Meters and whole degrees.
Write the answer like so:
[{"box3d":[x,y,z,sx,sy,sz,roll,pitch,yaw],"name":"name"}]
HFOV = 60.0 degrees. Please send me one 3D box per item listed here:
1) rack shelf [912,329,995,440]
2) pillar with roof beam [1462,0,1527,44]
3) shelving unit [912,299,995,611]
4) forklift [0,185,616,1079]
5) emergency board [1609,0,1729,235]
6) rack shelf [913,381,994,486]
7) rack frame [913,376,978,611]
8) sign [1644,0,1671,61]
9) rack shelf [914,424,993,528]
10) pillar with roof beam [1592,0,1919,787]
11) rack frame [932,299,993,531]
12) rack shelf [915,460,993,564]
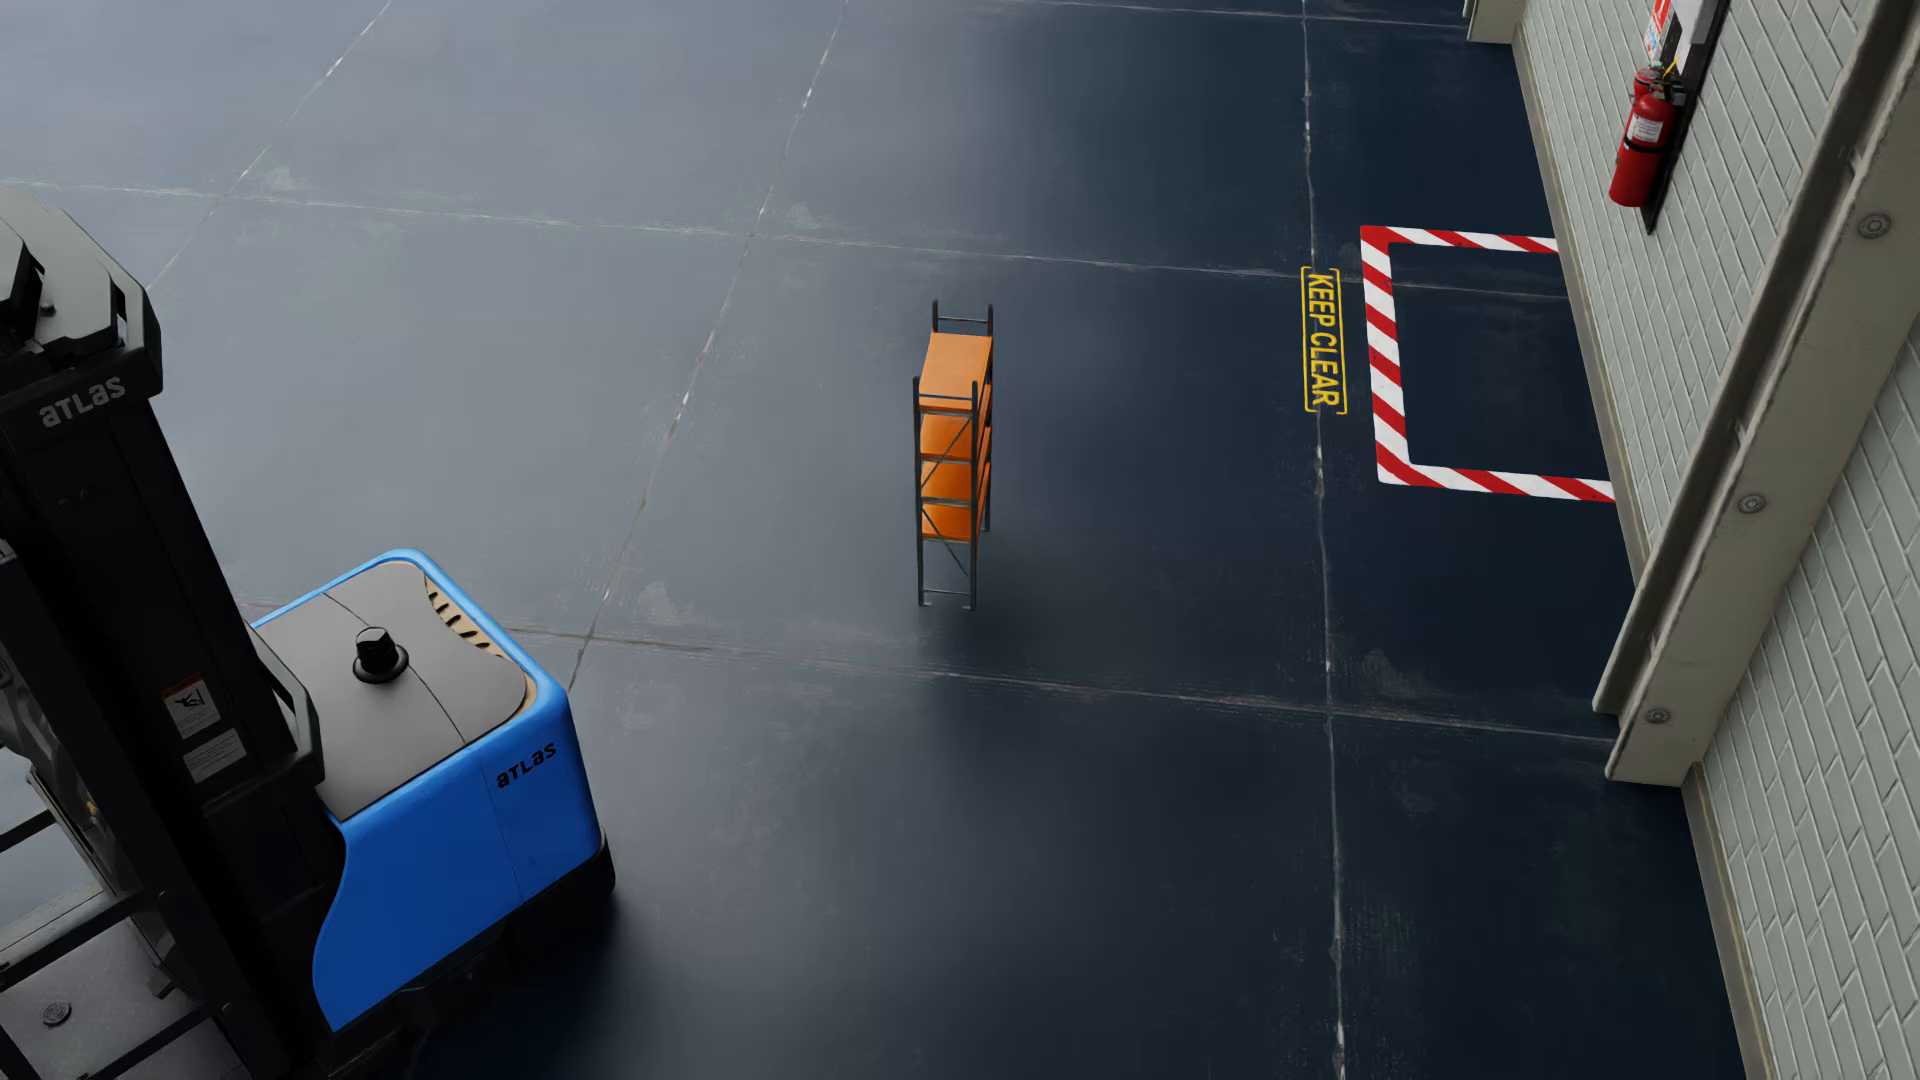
[{"box3d":[-0.022,-0.608,6.448,0.258,0.148,0.480,5,44,6],"name":"rack shelf"},{"box3d":[-0.848,-6.963,8.059,9.100,9.000,0.400,5,44,6],"name":"pillar with roof beam"},{"box3d":[-0.022,-0.323,6.718,0.258,1.200,0.503,5,44,6],"name":"shelving unit"},{"box3d":[-2.630,0.656,4.425,3.031,2.935,1.130,-33,53,-30],"name":"forklift"},{"box3d":[2.990,-1.985,7.165,0.194,1.169,0.643,5,44,6],"name":"emergency board"},{"box3d":[-0.022,-0.436,6.611,0.258,0.148,0.480,5,44,6],"name":"rack shelf"},{"box3d":[-0.054,-0.157,6.543,0.240,1.200,0.015,5,44,6],"name":"rack frame"},{"box3d":[3.166,-2.365,7.541,0.001,0.329,0.234,5,44,6],"name":"sign"},{"box3d":[-0.022,-0.274,6.765,0.258,0.148,0.480,5,44,6],"name":"rack shelf"},{"box3d":[-1.641,-2.874,3.740,9.100,9.000,0.400,5,44,6],"name":"pillar with roof beam"},{"box3d":[0.010,-0.489,6.894,0.240,1.200,0.015,5,44,6],"name":"rack frame"},{"box3d":[-0.022,-0.130,6.901,0.258,0.148,0.480,5,44,6],"name":"rack shelf"}]
